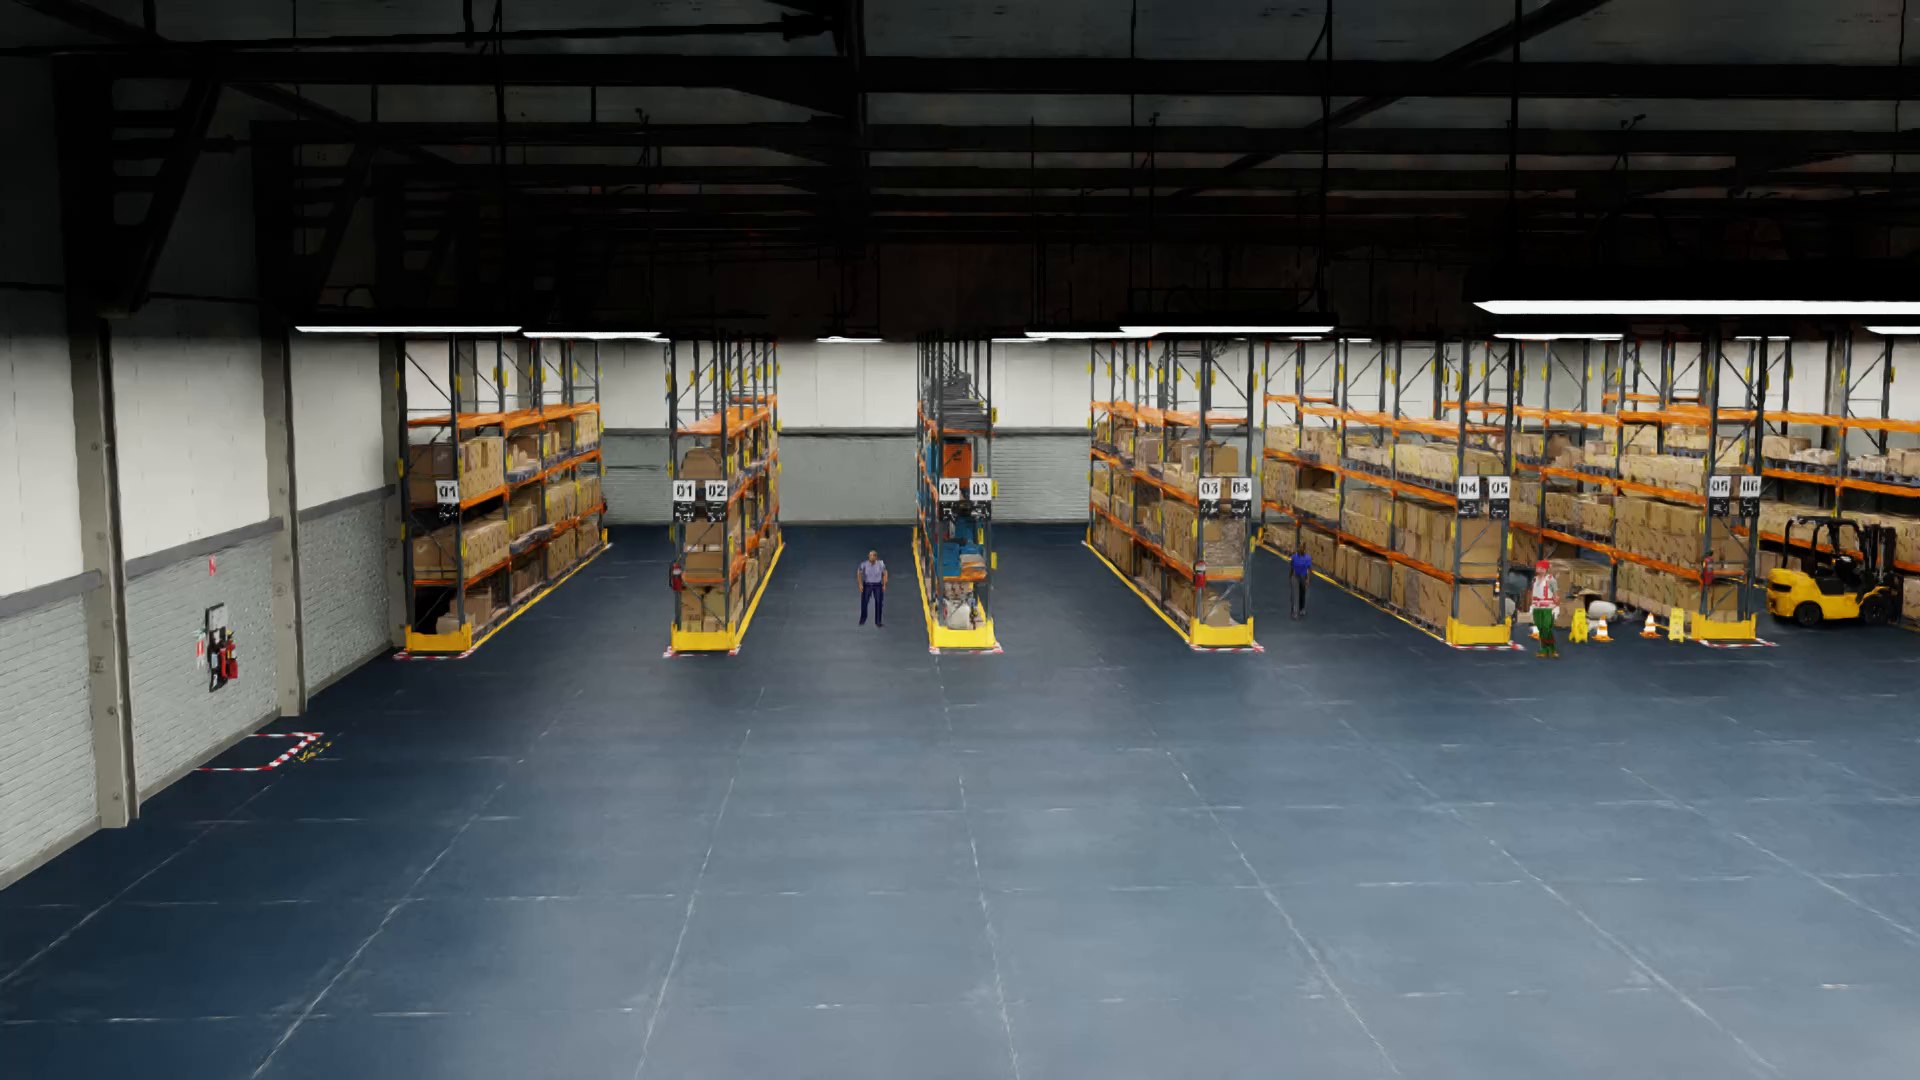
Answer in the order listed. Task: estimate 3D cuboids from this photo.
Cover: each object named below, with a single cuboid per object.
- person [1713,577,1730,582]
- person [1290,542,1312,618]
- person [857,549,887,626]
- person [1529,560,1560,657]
[{"bbox_3d":[16.328,0.718,35.679,0.405,1.600,0.468,-5,8,-35],"label":"person"},{"bbox_3d":[7.133,0.823,34.801,0.443,1.587,0.991,1,7,6],"label":"person"},{"bbox_3d":[-1.785,0.971,33.781,0.625,1.581,0.517,-1,7,-5],"label":"person"},{"bbox_3d":[10.690,1.251,30.383,0.373,1.783,0.624,-4,8,-34],"label":"person"}]
